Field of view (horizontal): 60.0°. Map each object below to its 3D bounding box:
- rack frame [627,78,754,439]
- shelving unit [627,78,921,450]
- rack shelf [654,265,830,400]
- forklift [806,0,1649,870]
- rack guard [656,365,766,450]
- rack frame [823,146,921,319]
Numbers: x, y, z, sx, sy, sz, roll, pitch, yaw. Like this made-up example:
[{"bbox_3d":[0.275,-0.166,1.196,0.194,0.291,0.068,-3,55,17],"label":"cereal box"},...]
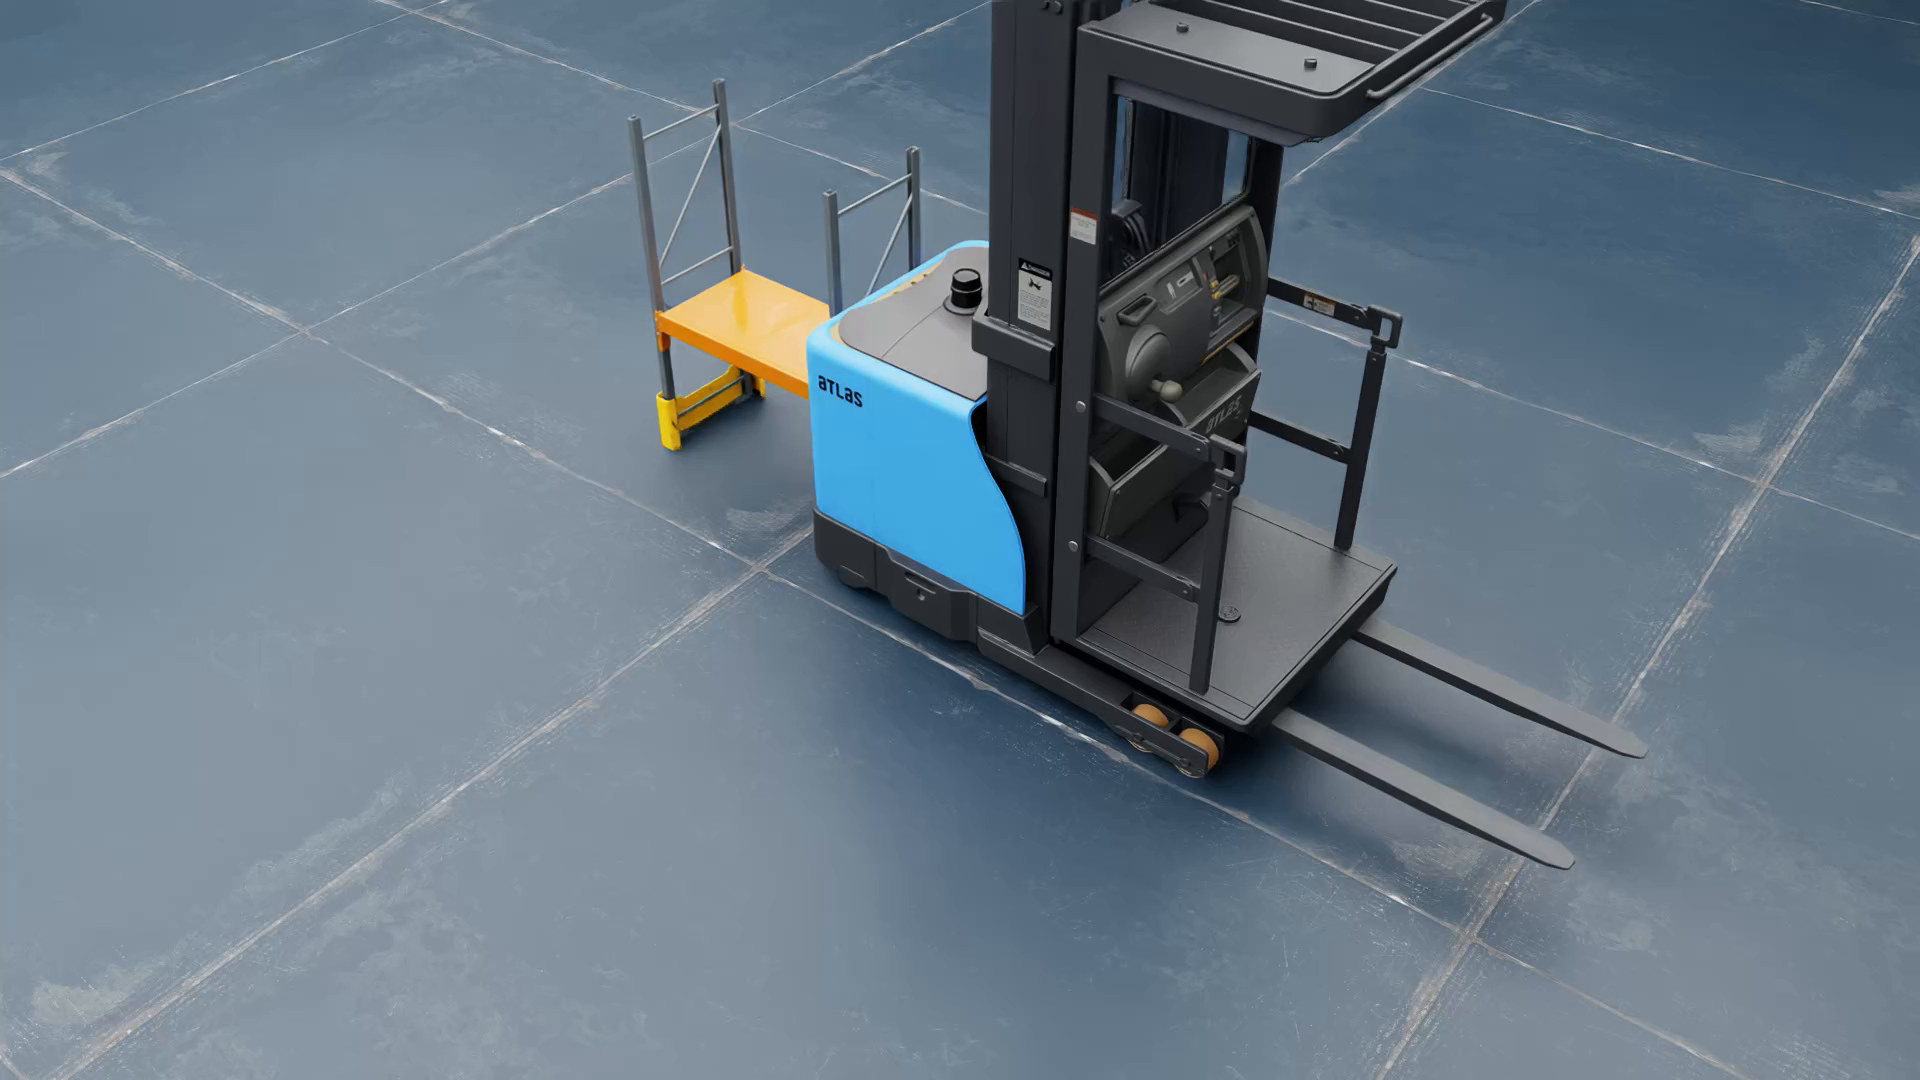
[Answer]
[{"bbox_3d":[-1.112,-1.143,6.993,0.032,1.500,0.500,26,45,30],"label":"rack frame"},{"bbox_3d":[-0.708,-0.943,6.738,1.083,1.500,0.587,26,45,30],"label":"shelving unit"},{"bbox_3d":[-0.715,-0.805,6.853,1.000,0.185,0.538,26,45,30],"label":"rack shelf"},{"bbox_3d":[0.895,-0.712,5.281,3.031,2.935,1.130,26,45,30],"label":"forklift"},{"bbox_3d":[-1.096,-0.643,7.368,0.087,0.250,0.587,26,45,30],"label":"rack guard"},{"bbox_3d":[-0.318,-0.750,6.492,0.032,1.500,0.500,26,45,30],"label":"rack frame"}]
